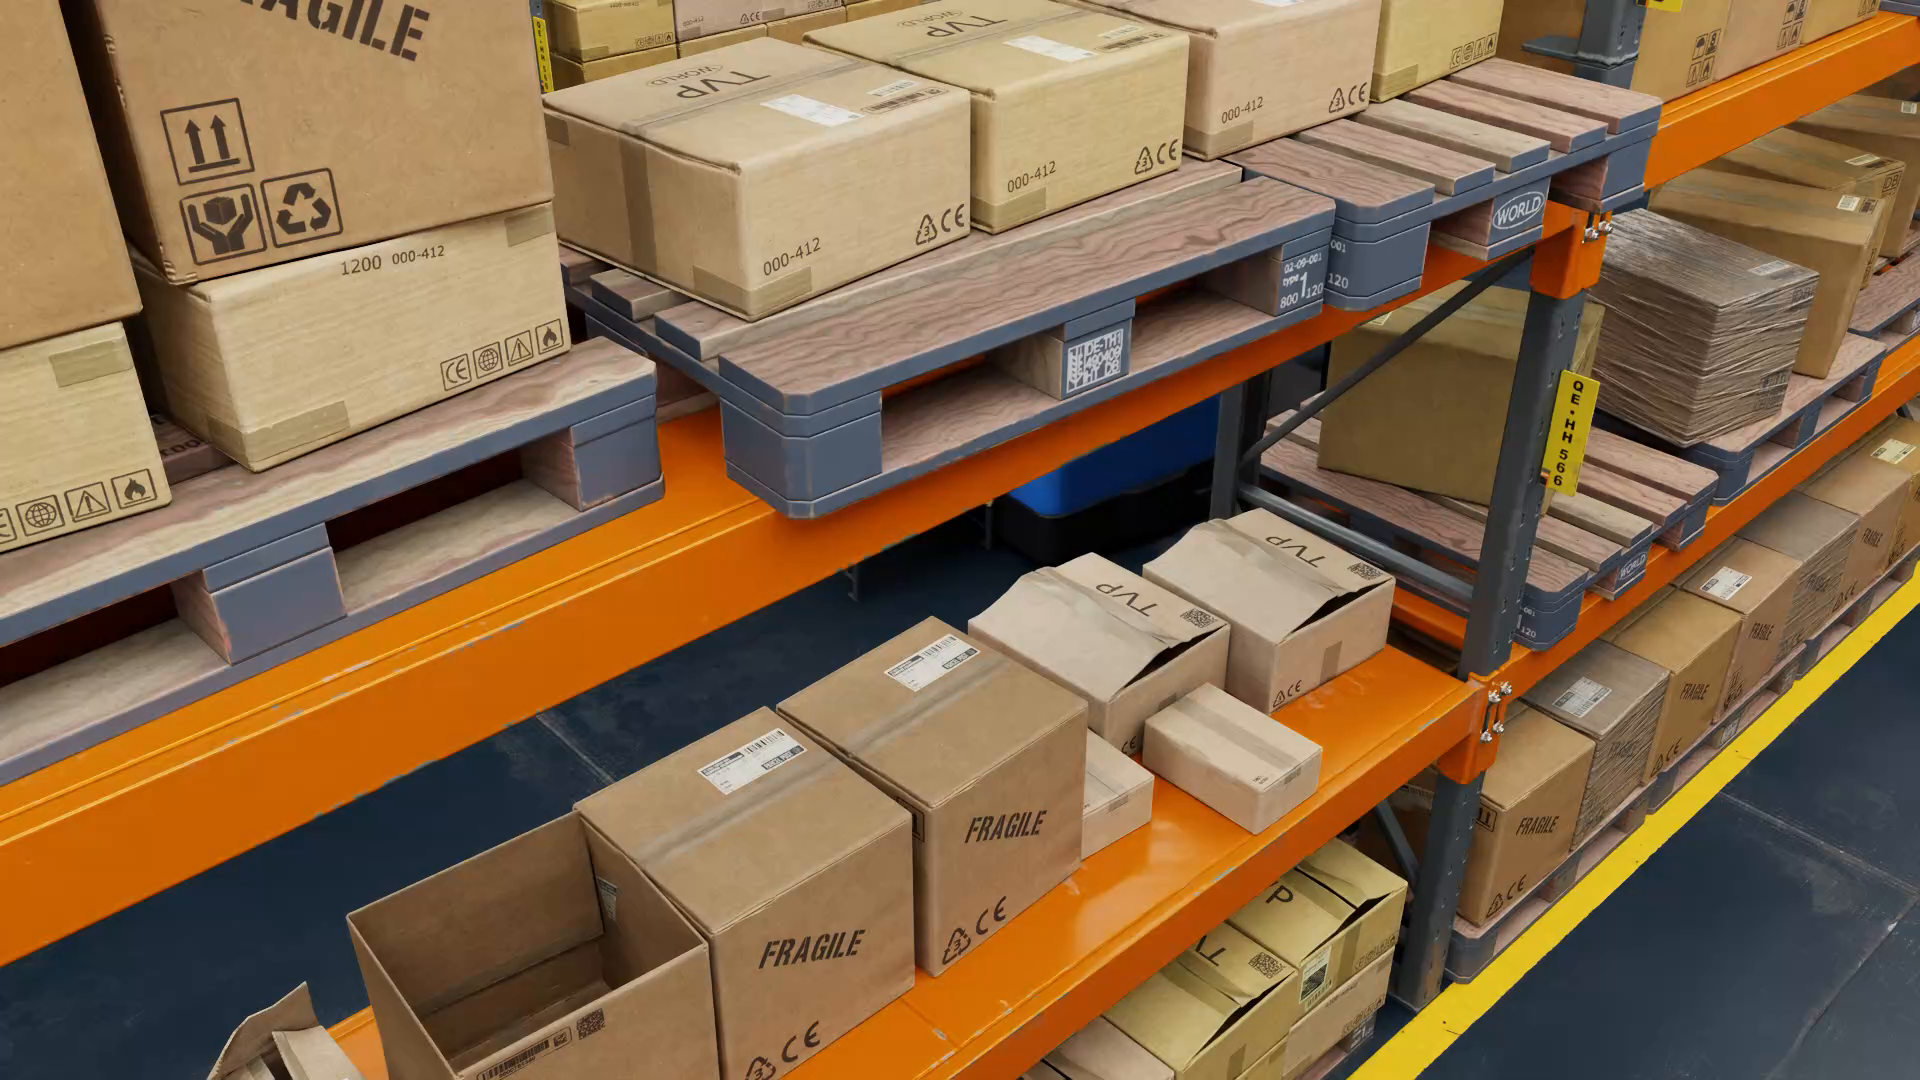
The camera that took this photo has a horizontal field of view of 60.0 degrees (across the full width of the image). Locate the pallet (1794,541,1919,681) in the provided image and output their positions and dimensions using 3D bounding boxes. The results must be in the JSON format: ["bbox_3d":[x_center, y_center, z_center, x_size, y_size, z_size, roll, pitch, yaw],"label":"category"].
[{"bbox_3d":[3.520,0.090,7.401,1.213,0.211,1.003,-26,40,-35],"label":"pallet"}]

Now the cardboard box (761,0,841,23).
[{"bbox_3d":[-0.947,-2.808,8.348,0.500,0.250,0.500,-26,40,-35],"label":"cardboard box"}]

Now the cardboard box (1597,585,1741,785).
[{"bbox_3d":[2.437,0.479,6.066,0.500,0.500,0.500,-26,40,-36],"label":"cardboard box"}]

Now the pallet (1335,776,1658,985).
[{"bbox_3d":[1.731,0.955,5.986,1.213,0.211,1.003,-26,40,-35],"label":"pallet"}]

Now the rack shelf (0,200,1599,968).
[{"bbox_3d":[-0.309,-0.247,3.094,4.000,0.370,1.077,-26,40,-35],"label":"rack shelf"}]

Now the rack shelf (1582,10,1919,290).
[{"bbox_3d":[2.624,-1.666,5.414,4.000,0.370,1.077,-26,40,-35],"label":"rack shelf"}]

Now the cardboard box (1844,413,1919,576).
[{"bbox_3d":[3.924,-0.240,7.241,0.500,0.500,0.500,-26,40,-36],"label":"cardboard box"}]

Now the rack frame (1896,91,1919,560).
[{"bbox_3d":[4.091,-1.403,7.169,0.127,3.000,1.000,-26,40,-35],"label":"rack frame"}]

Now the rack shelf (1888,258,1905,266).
[{"bbox_3d":[5.558,-1.805,8.517,4.000,0.370,1.077,-26,40,-35],"label":"rack shelf"}]

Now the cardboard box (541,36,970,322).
[{"bbox_3d":[-0.332,-0.615,2.746,0.500,0.250,0.500,25,40,35],"label":"cardboard box"}]

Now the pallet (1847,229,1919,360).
[{"bbox_3d":[3.431,-1.079,6.824,1.213,0.211,1.003,-26,40,-35],"label":"pallet"}]

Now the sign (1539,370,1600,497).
[{"bbox_3d":[1.538,-0.267,4.201,0.005,0.325,0.100,-26,40,-35],"label":"sign"}]

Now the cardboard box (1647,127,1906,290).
[{"bbox_3d":[3.130,-1.274,6.460,0.500,0.500,0.700,-19,36,-28],"label":"cardboard box"}]

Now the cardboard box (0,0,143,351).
[{"bbox_3d":[-1.296,-0.484,1.813,0.500,0.500,0.500,-25,40,-35],"label":"cardboard box"}]

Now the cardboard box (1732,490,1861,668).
[{"bbox_3d":[3.188,0.110,6.669,0.500,0.500,0.500,-25,39,-35],"label":"cardboard box"}]

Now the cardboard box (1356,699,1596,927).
[{"bbox_3d":[1.686,0.843,5.471,0.500,0.500,0.500,-24,39,-34],"label":"cardboard box"}]

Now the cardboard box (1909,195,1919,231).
[{"bbox_3d":[4.283,-1.721,7.593,0.500,0.500,0.500,-25,39,-35],"label":"cardboard box"}]

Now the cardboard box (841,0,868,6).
[{"bbox_3d":[-0.577,-2.991,8.648,0.500,0.250,0.500,-27,40,-36],"label":"cardboard box"}]

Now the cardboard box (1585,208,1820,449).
[{"bbox_3d":[2.344,-0.724,5.560,0.500,0.500,0.700,-18,36,-27],"label":"cardboard box"}]

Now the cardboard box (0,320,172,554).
[{"bbox_3d":[-1.317,-0.175,2.027,0.500,0.250,0.500,-21,37,-31],"label":"cardboard box"}]

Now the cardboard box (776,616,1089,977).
[{"bbox_3d":[-0.061,0.575,3.839,0.500,0.500,0.500,27,40,36],"label":"cardboard box"}]

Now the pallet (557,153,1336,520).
[{"bbox_3d":[-0.097,-0.511,3.015,1.213,0.211,1.003,-24,39,-33],"label":"pallet"}]

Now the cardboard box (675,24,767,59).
[{"bbox_3d":[-1.292,-2.312,8.256,0.500,0.500,0.500,-24,39,-34],"label":"cardboard box"}]

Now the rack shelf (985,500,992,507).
[{"bbox_3d":[-0.267,-0.283,7.401,0.720,0.370,0.431,-21,37,-31],"label":"rack shelf"}]

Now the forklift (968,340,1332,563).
[{"bbox_3d":[1.288,-1.753,7.808,3.031,2.935,1.130,-21,37,-31],"label":"forklift"}]

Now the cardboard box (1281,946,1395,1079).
[{"bbox_3d":[0.938,1.290,4.999,0.500,0.250,0.500,-25,39,-34],"label":"cardboard box"}]

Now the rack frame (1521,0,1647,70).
[{"bbox_3d":[1.158,-2.544,3.284,0.127,3.000,1.000,-26,40,-35],"label":"rack frame"}]

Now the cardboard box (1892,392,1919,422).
[{"bbox_3d":[4.546,-0.510,7.864,0.500,0.311,0.500,-26,40,-35],"label":"cardboard box"}]

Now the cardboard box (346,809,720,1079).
[{"bbox_3d":[-0.815,0.939,3.243,0.500,0.500,0.500,-23,38,-32],"label":"cardboard box"}]

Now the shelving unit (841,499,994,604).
[{"bbox_3d":[-0.267,-0.562,7.231,0.755,1.500,0.431,-21,37,-31],"label":"shelving unit"}]

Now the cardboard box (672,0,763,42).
[{"bbox_3d":[-1.311,-2.629,8.055,0.500,0.250,0.500,-26,40,-36],"label":"cardboard box"}]

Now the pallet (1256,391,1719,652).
[{"bbox_3d":[1.607,-0.170,5.336,1.003,0.211,1.213,-26,40,-35],"label":"pallet"}]

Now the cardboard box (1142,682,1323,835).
[{"bbox_3d":[0.686,0.548,4.220,0.250,0.149,0.380,-26,40,-35],"label":"cardboard box"}]

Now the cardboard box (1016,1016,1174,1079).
[{"bbox_3d":[0.193,1.415,4.256,0.500,0.311,0.500,-26,40,-36],"label":"cardboard box"}]

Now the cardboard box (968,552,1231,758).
[{"bbox_3d":[0.370,0.297,4.474,0.500,0.311,0.500,-26,40,-36],"label":"cardboard box"}]

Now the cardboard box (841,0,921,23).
[{"bbox_3d":[-0.551,-2.676,8.850,0.500,0.500,0.500,-25,39,-34],"label":"cardboard box"}]

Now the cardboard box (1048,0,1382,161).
[{"bbox_3d":[0.491,-1.004,3.382,0.500,0.250,0.500,-25,39,-34],"label":"cardboard box"}]

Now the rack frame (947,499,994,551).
[{"bbox_3d":[0.026,-0.676,7.418,0.023,1.500,0.400,-21,37,-31],"label":"rack frame"}]

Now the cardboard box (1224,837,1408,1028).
[{"bbox_3d":[0.941,1.051,4.852,0.500,0.311,0.500,-25,39,-34],"label":"cardboard box"}]

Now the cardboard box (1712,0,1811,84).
[{"bbox_3d":[1.829,-1.655,4.610,0.500,0.500,0.910,-26,40,-35],"label":"cardboard box"}]
